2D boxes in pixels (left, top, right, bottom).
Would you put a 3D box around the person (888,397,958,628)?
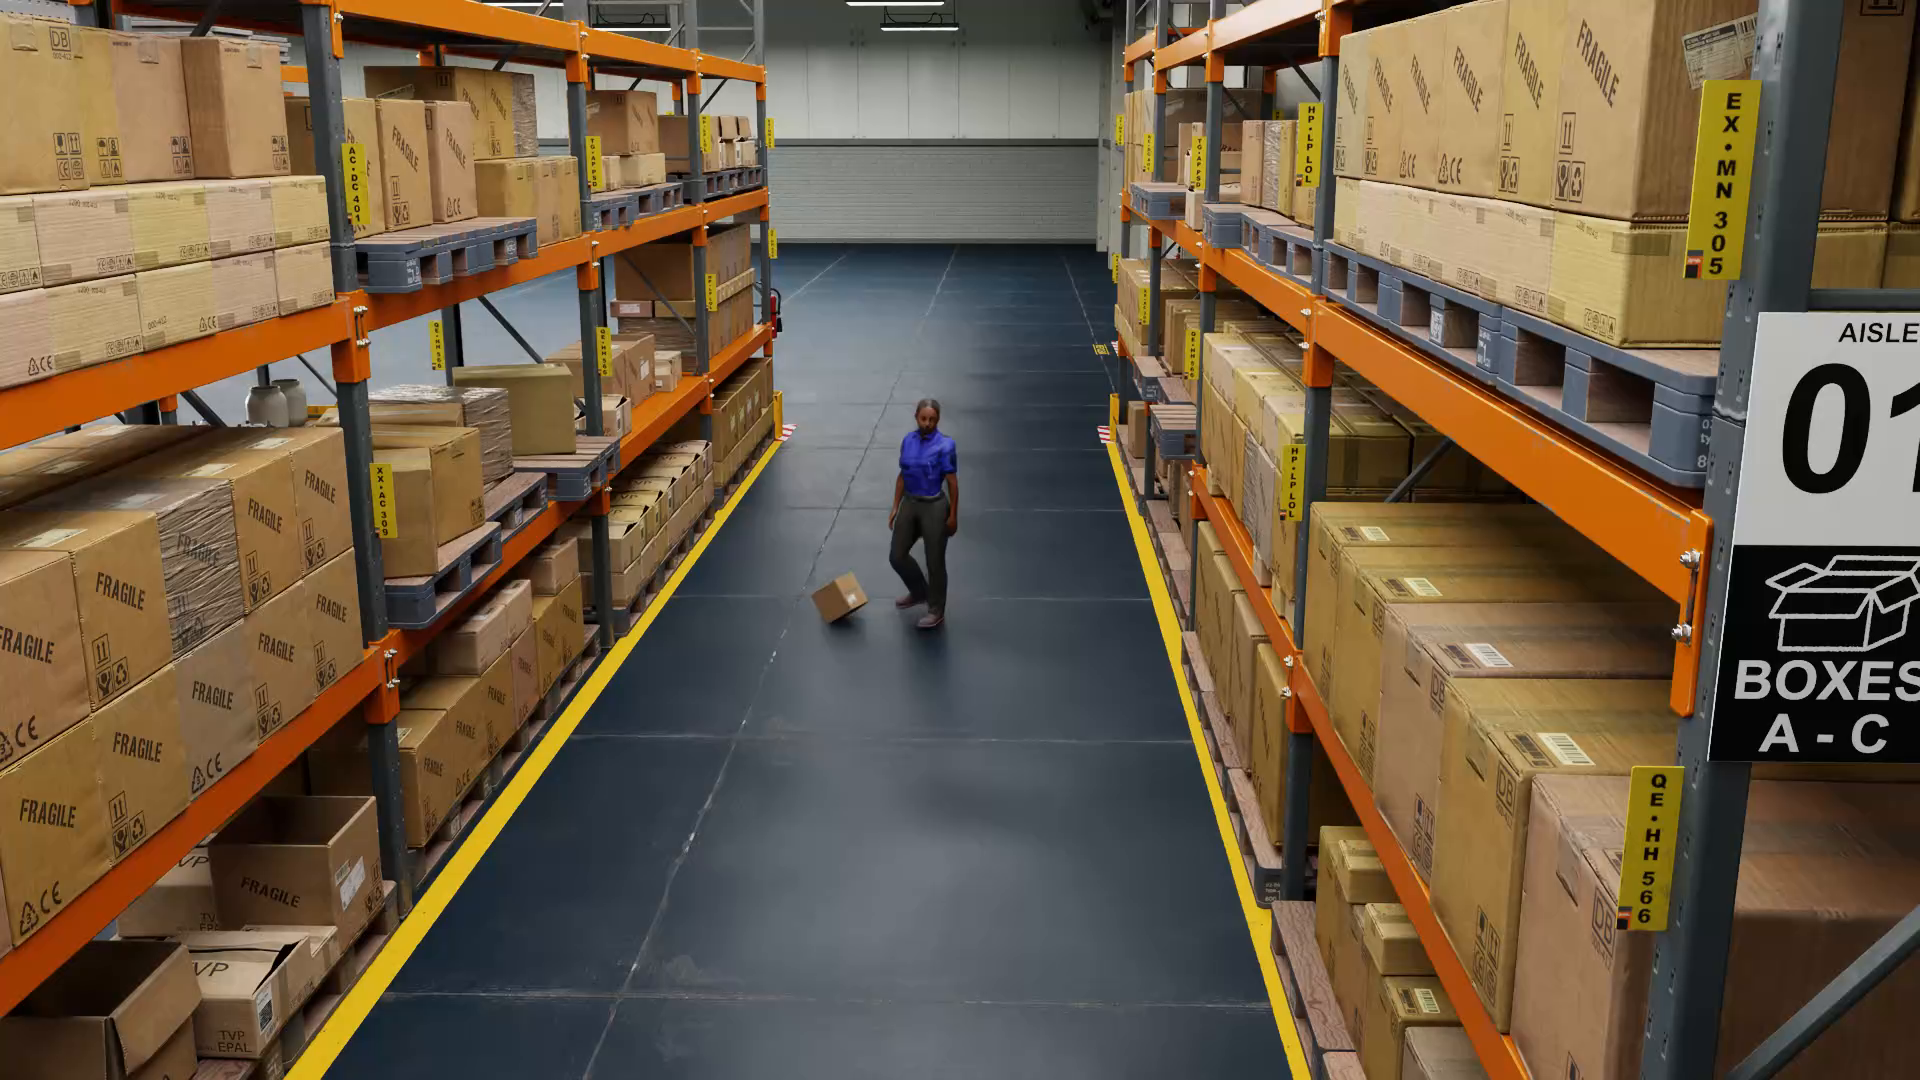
[{"bbox_3d":[-0.268,-0.212,11.790,0.638,1.651,0.441,10,17,35],"label":"person"}]
